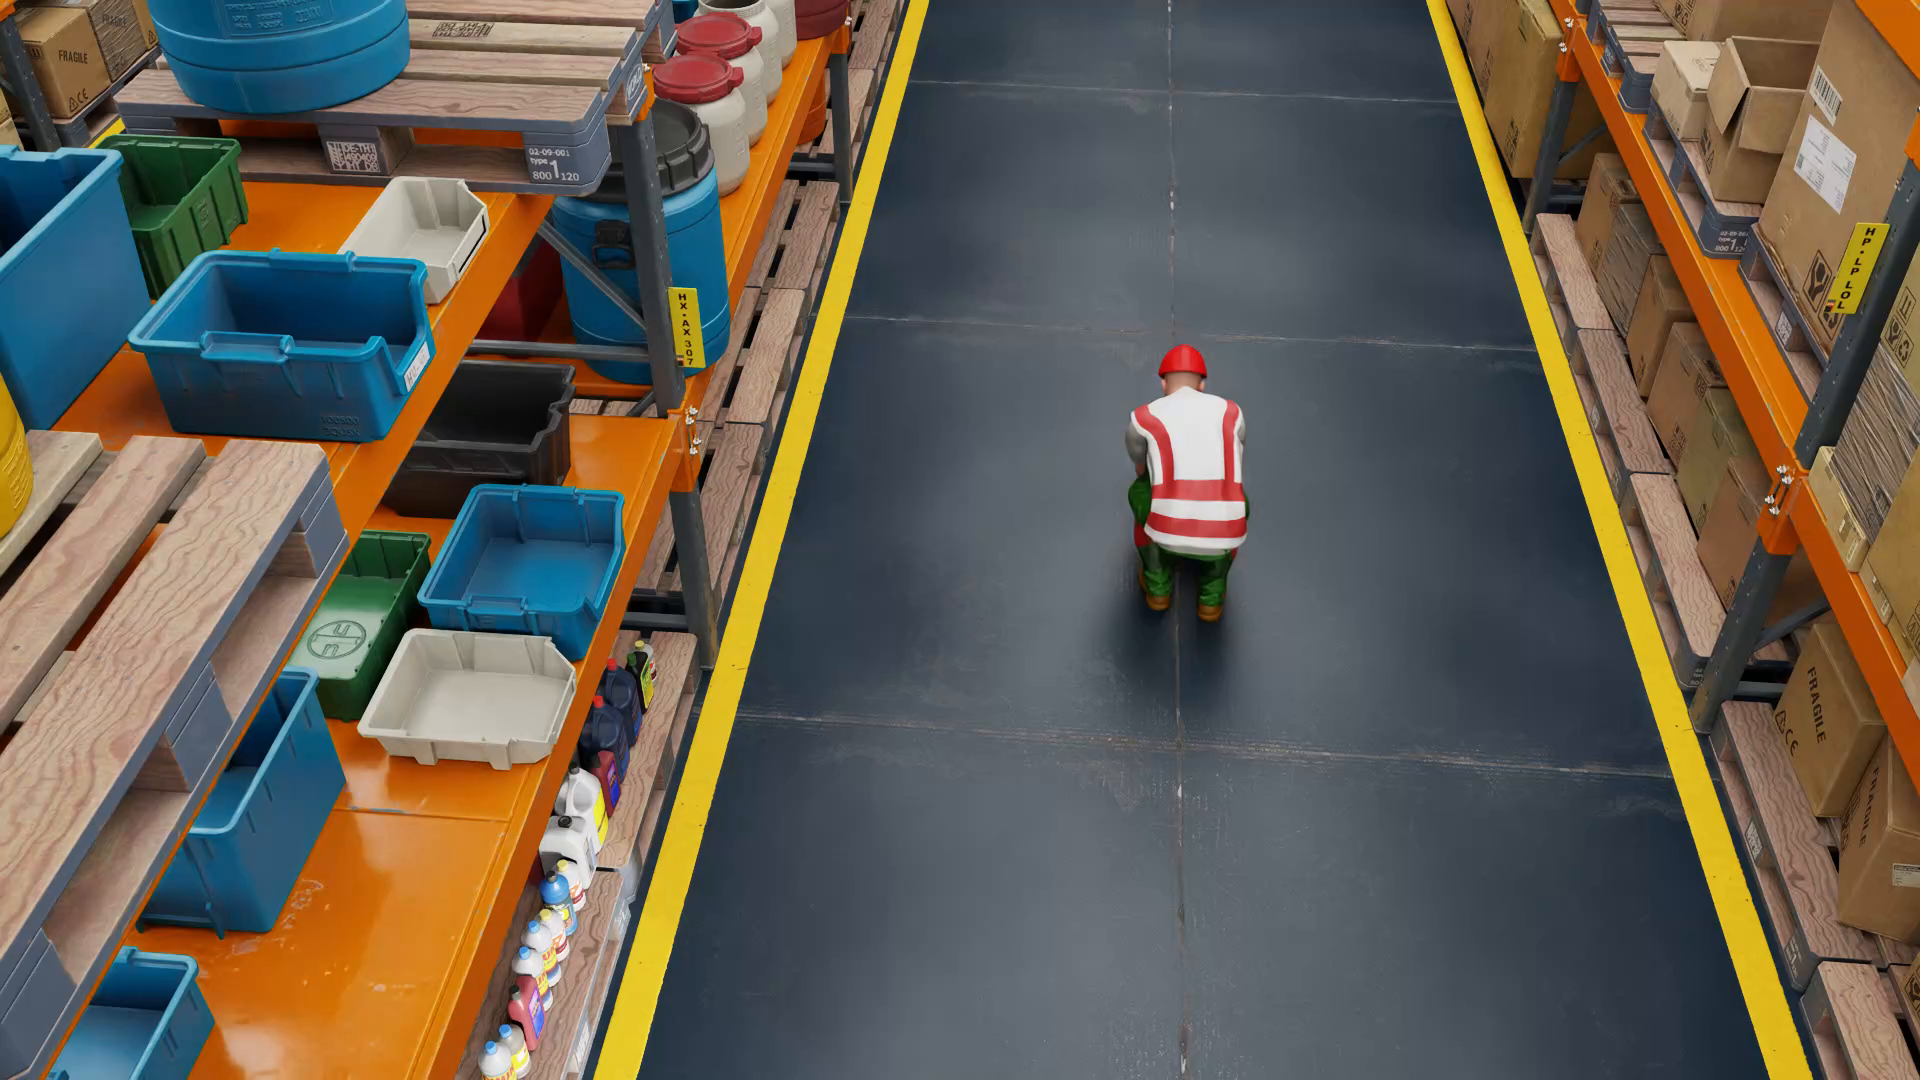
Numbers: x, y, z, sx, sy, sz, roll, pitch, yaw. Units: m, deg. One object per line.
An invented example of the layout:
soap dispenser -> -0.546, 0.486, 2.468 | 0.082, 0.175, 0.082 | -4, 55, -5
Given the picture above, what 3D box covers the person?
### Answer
person -> 0.958, -0.212, 7.020 | 0.536, 0.993, 0.904 | 2, 40, 3
